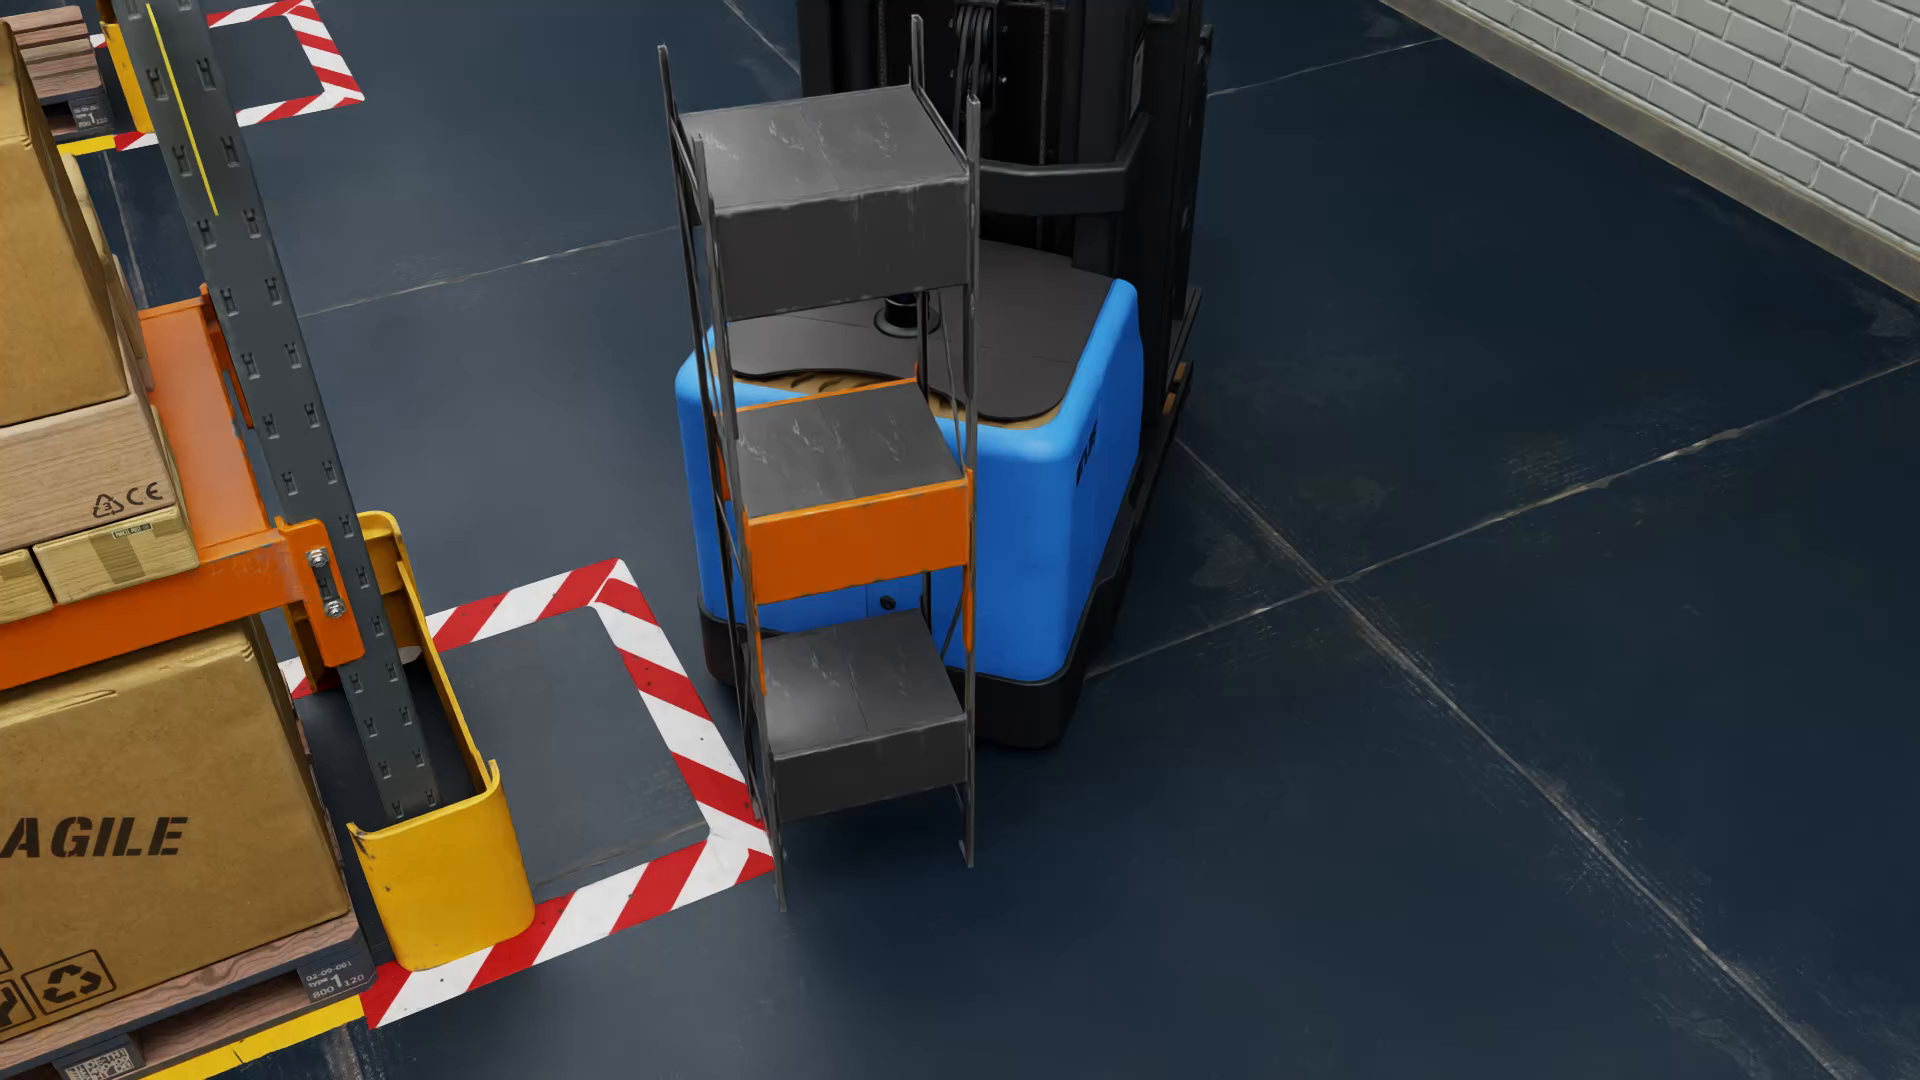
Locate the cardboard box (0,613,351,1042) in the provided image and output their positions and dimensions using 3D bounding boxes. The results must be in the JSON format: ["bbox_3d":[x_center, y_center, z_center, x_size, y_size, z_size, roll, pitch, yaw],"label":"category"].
[{"bbox_3d":[-2.010,0.422,3.750,0.875,0.875,0.875,-19,44,-21],"label":"cardboard box"}]

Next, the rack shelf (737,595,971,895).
[{"bbox_3d":[-0.263,0.506,4.131,0.480,0.518,0.431,-11,41,-13],"label":"rack shelf"}]

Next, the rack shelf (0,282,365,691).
[{"bbox_3d":[-3.253,0.406,3.006,4.000,0.370,1.077,-19,44,-21],"label":"rack shelf"}]

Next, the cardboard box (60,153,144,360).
[{"bbox_3d":[-2.030,-0.534,3.445,0.500,0.250,0.500,-20,44,-22],"label":"cardboard box"}]

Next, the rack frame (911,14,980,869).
[{"bbox_3d":[-0.029,-0.084,3.724,0.015,2.100,0.400,-11,41,-13],"label":"rack frame"}]

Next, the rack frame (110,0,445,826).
[{"bbox_3d":[-1.479,-0.466,3.479,0.127,3.000,1.000,-19,44,-21],"label":"rack frame"}]

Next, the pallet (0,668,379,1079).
[{"bbox_3d":[-2.152,0.882,4.045,1.213,0.211,1.003,-19,44,-21],"label":"pallet"}]

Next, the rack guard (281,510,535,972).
[{"bbox_3d":[-1.458,0.481,4.295,0.348,0.500,1.175,-19,44,-21],"label":"rack guard"}]

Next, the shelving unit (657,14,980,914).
[{"bbox_3d":[-0.263,-0.038,3.670,0.503,2.100,0.431,-11,41,-13],"label":"shelving unit"}]

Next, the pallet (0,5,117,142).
[{"bbox_3d":[-4.517,-2.016,7.468,1.213,0.211,1.003,-19,44,-21],"label":"pallet"}]

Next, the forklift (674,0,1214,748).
[{"bbox_3d":[0.183,-1.520,4.777,1.130,2.935,3.031,11,41,12],"label":"forklift"}]

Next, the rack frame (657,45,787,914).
[{"bbox_3d":[-0.496,0.007,3.616,0.015,2.100,0.400,-11,41,-13],"label":"rack frame"}]

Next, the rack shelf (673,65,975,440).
[{"bbox_3d":[-0.263,-0.562,3.226,0.480,0.518,0.431,-11,41,-13],"label":"rack shelf"}]

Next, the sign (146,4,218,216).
[{"bbox_3d":[-1.241,-0.683,2.656,0.005,0.325,0.100,-19,44,-21],"label":"sign"}]

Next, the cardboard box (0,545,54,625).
[{"bbox_3d":[-1.873,0.004,3.119,0.250,0.149,0.380,-18,44,-20],"label":"cardboard box"}]

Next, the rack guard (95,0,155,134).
[{"bbox_3d":[-3.752,-2.365,7.656,0.348,0.500,1.175,-19,44,-21],"label":"rack guard"}]

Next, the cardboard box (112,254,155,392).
[{"bbox_3d":[-1.947,-0.453,3.658,0.250,0.149,0.380,-18,43,-20],"label":"cardboard box"}]

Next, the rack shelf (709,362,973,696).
[{"bbox_3d":[-0.263,-0.028,3.679,0.480,0.518,0.431,-11,41,-13],"label":"rack shelf"}]

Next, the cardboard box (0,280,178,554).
[{"bbox_3d":[-1.786,-0.225,3.081,0.500,0.250,0.500,-19,44,-21],"label":"cardboard box"}]

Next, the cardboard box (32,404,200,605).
[{"bbox_3d":[-1.643,-0.075,3.211,0.250,0.149,0.380,-18,43,-20],"label":"cardboard box"}]

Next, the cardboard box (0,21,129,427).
[{"bbox_3d":[-1.790,-0.512,2.839,0.500,0.500,0.500,-18,43,-20],"label":"cardboard box"}]
